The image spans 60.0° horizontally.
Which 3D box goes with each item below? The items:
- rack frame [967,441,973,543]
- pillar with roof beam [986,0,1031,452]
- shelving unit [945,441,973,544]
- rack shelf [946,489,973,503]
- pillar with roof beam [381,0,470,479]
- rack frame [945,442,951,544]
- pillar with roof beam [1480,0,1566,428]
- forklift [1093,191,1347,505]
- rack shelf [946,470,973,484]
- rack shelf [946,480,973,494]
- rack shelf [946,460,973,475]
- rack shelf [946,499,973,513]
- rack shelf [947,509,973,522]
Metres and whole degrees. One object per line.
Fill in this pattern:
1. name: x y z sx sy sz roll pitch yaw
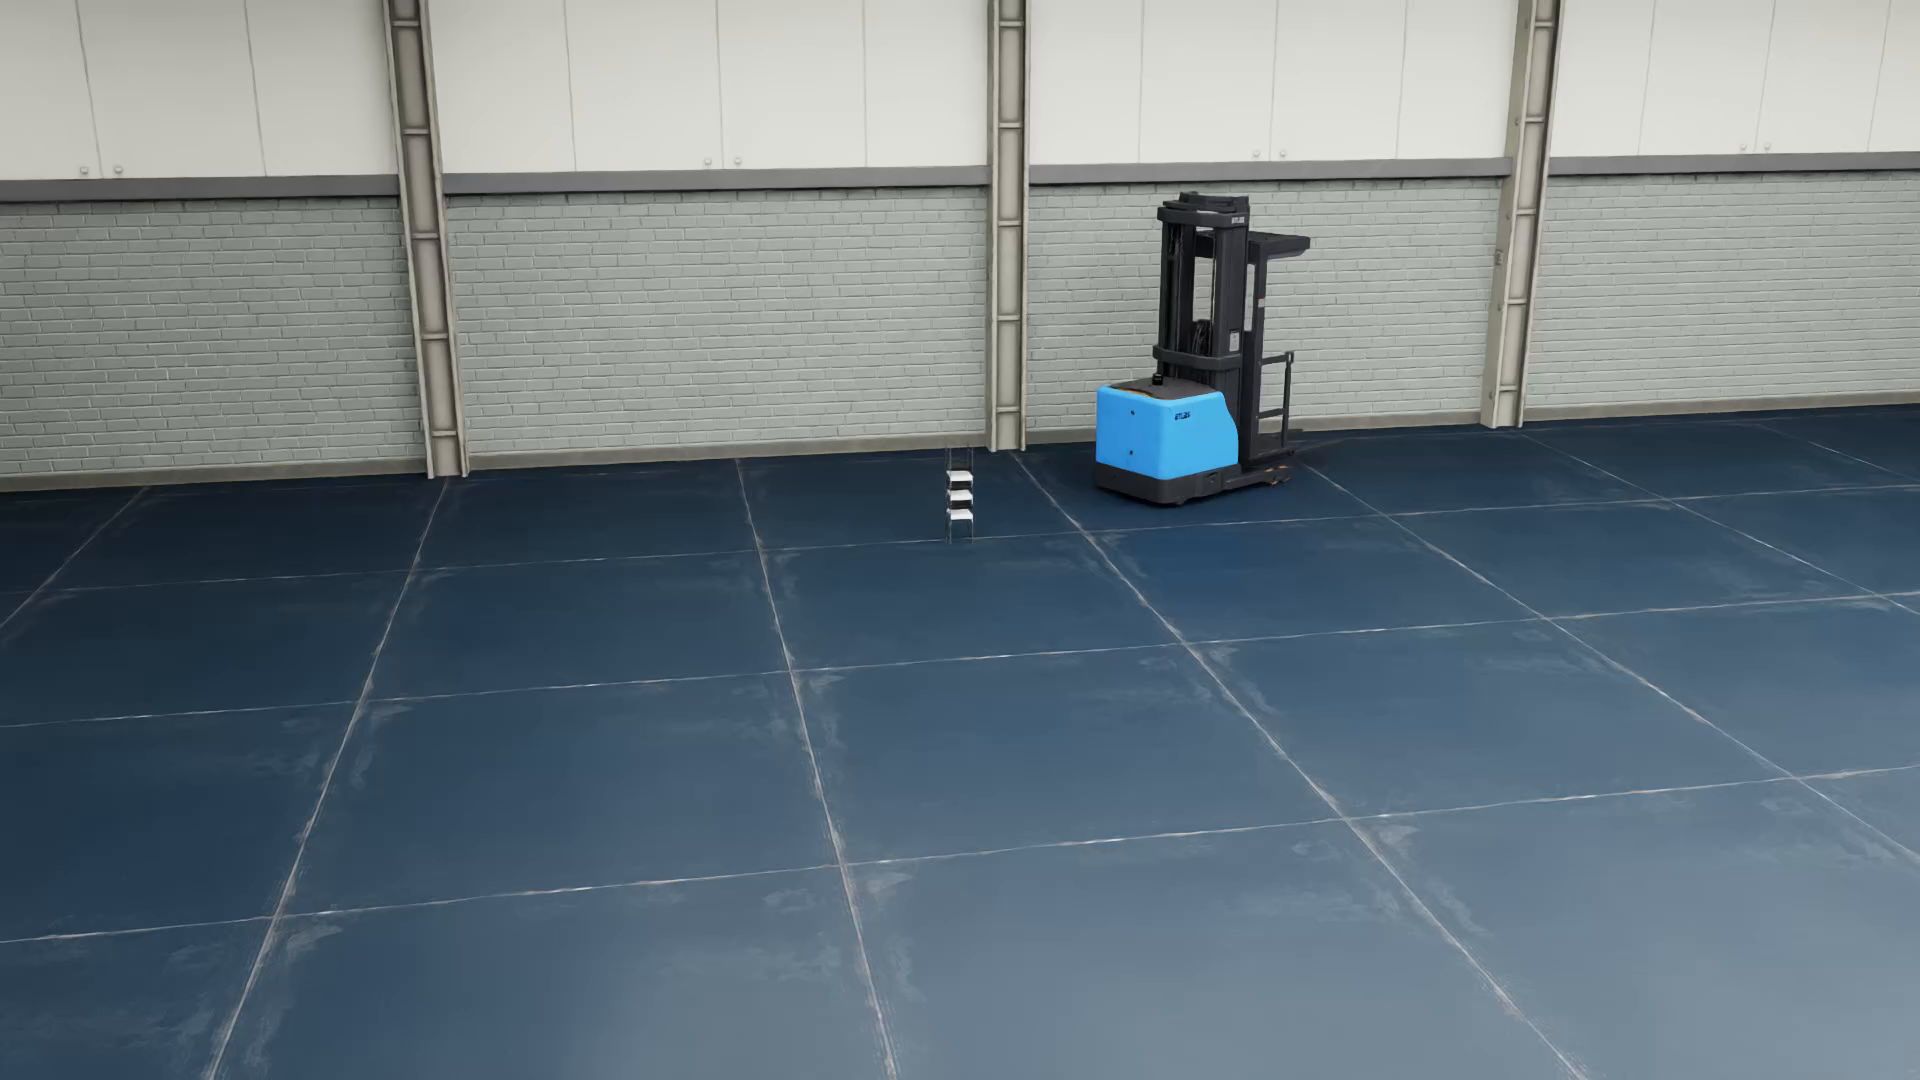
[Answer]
1. rack frame: 0.092 -0.435 15.135 0.006 0.900 0.240 -3 17 -10
2. pillar with roof beam: 1.327 -4.090 13.241 0.400 9.000 9.100 -3 17 -10
3. shelving unit: -0.008 -0.430 15.116 0.210 0.900 0.258 -3 17 -10
4. rack shelf: -0.008 -0.398 15.126 0.200 0.077 0.258 -3 17 -10
5. pillar with roof beam: -4.564 -3.756 12.153 0.400 9.000 9.100 -3 17 -10
6. rack frame: -0.108 -0.424 15.098 0.006 0.900 0.240 -3 17 -10
7. pillar with roof beam: 7.218 -4.425 14.329 0.400 9.000 9.100 -3 17 -10
8. forklift: 2.818 -2.073 17.008 3.031 2.935 1.130 -13 22 -37
9. rack shelf: -0.008 -0.570 15.073 0.200 0.077 0.258 -3 17 -10
10. rack shelf: -0.008 -0.484 15.100 0.200 0.077 0.258 -3 17 -10
11. rack shelf: -0.008 -0.656 15.047 0.200 0.077 0.258 -3 17 -10
12. rack shelf: -0.008 -0.312 15.153 0.200 0.077 0.258 -3 17 -10
13. rack shelf: -0.008 -0.226 15.179 0.200 0.077 0.258 -3 17 -10
